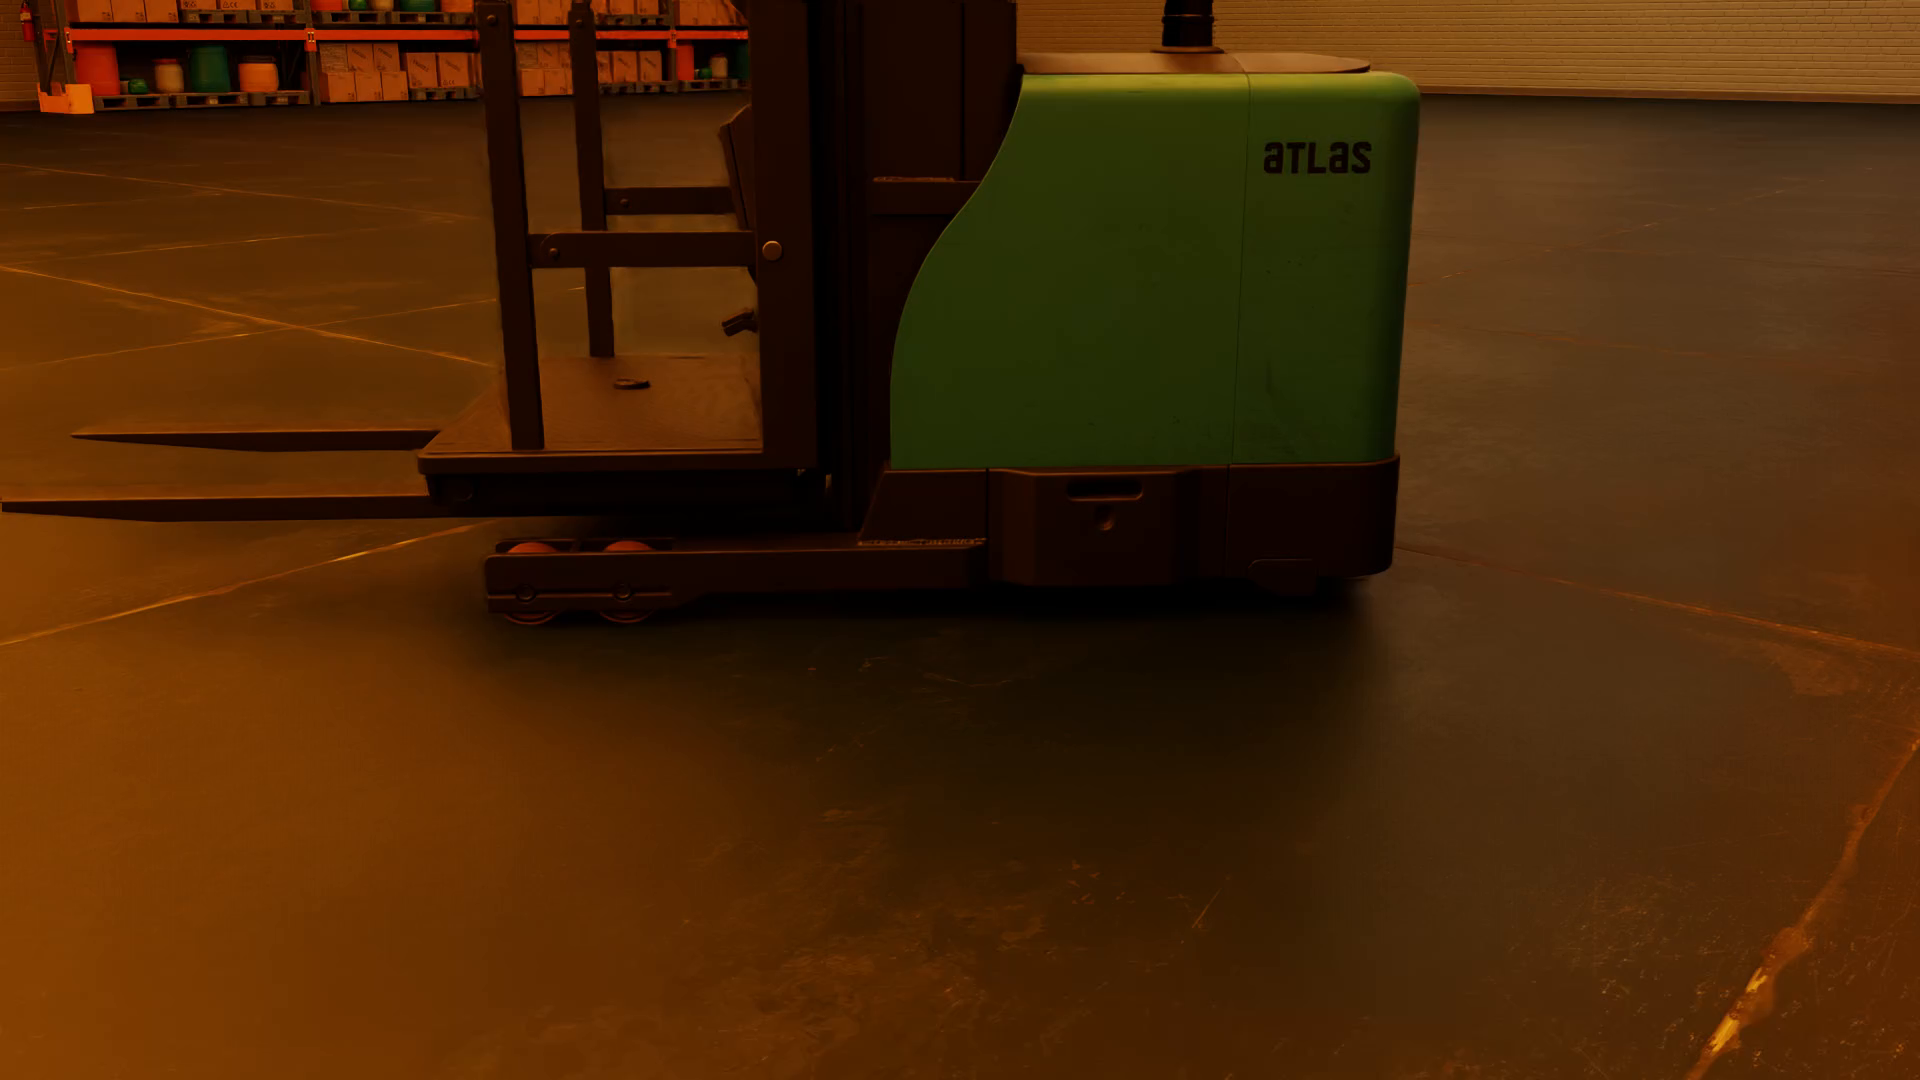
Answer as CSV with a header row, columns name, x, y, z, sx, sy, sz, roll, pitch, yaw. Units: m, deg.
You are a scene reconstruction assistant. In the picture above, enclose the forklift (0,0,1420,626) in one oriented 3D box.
name,x,y,z,sx,sy,sz,roll,pitch,yaw
forklift,-0.620,-1.387,3.465,3.031,2.935,1.130,-1,17,-3
